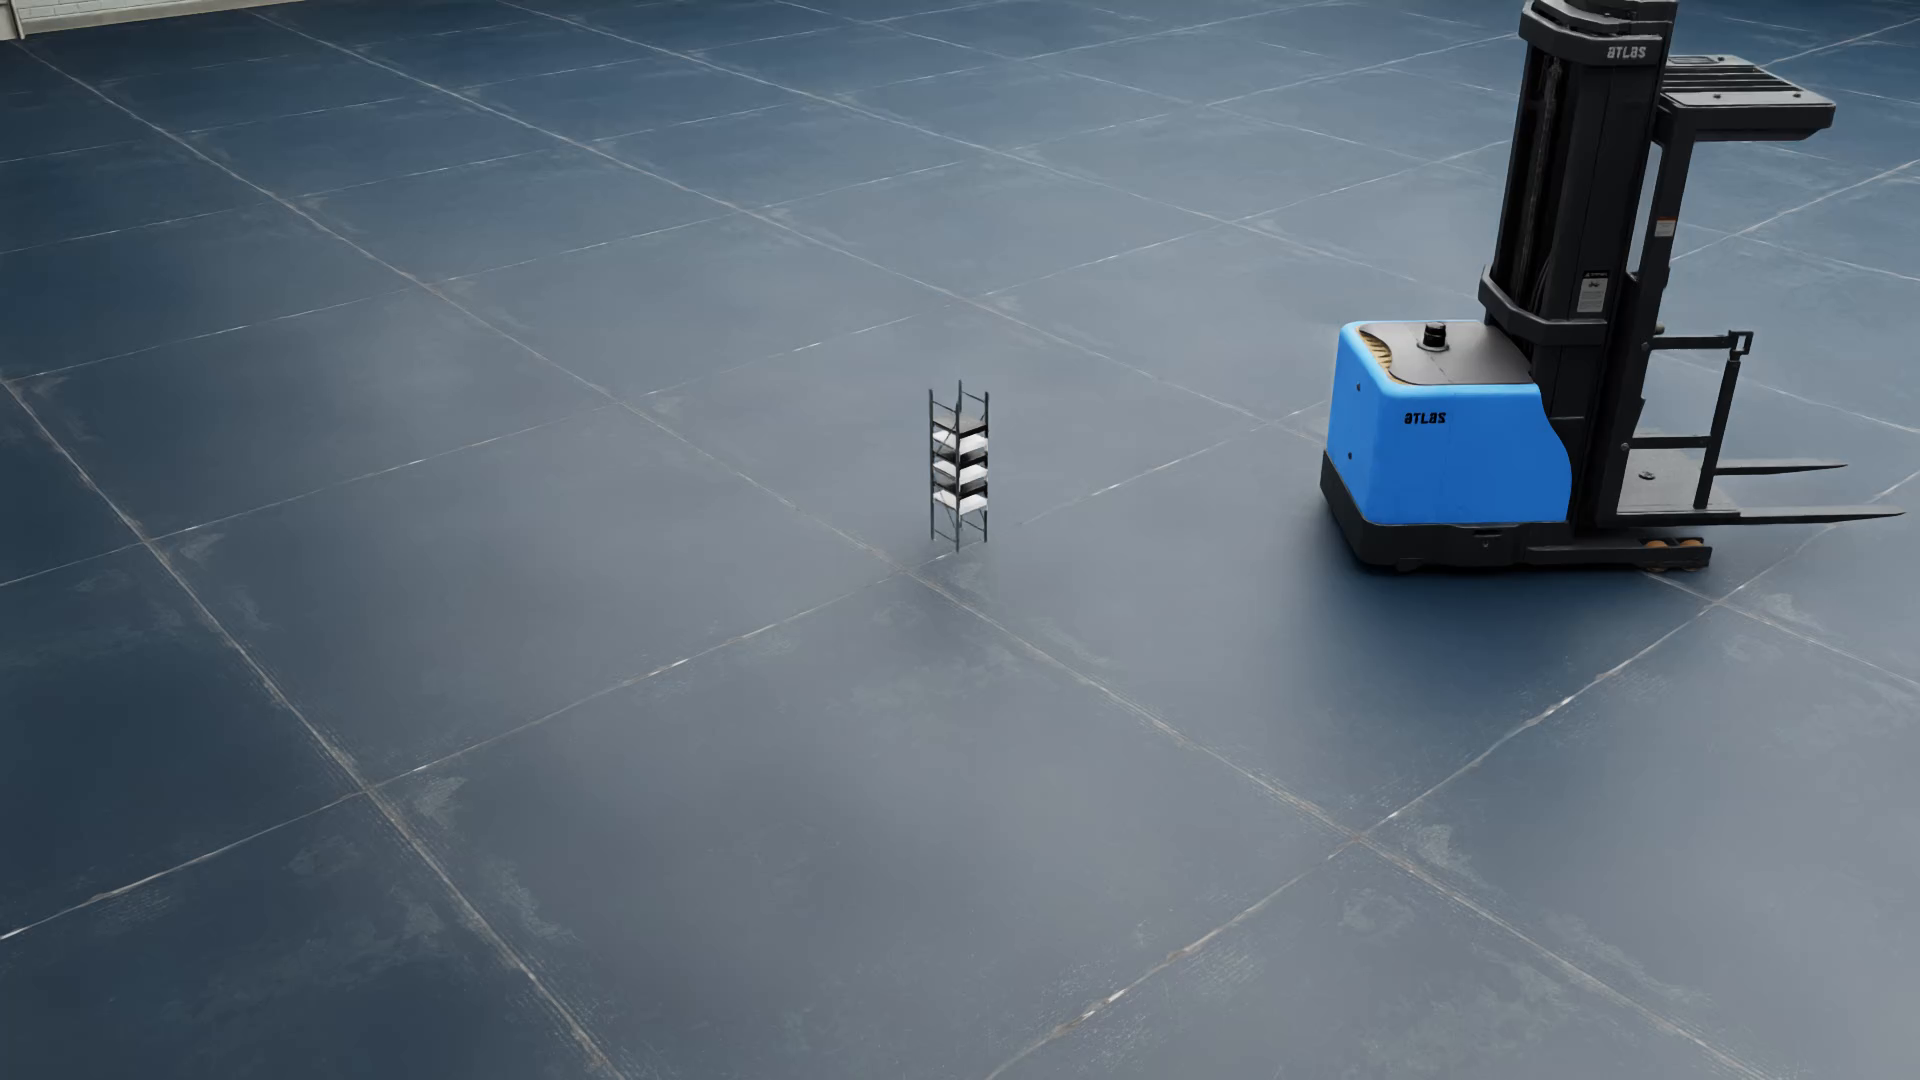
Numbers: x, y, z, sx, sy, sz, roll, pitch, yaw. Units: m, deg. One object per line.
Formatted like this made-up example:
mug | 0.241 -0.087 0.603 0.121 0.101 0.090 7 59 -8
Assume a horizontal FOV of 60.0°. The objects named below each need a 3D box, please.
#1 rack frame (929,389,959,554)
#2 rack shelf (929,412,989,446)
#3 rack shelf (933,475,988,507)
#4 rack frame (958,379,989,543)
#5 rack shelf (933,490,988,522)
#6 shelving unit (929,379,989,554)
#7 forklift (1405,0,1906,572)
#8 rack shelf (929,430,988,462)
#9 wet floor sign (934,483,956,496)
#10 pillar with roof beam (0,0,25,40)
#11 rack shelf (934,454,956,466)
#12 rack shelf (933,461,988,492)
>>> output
rack frame | -0.084 -0.363 8.975 0.006 0.900 0.240 -22 35 -35
rack shelf | -0.006 -0.603 8.922 0.200 0.077 0.258 -22 35 -35
rack shelf | -0.006 -0.286 9.091 0.200 0.077 0.258 -22 35 -35
rack frame | 0.071 -0.426 9.091 0.006 0.900 0.240 -22 35 -35
rack shelf | -0.006 -0.206 9.134 0.200 0.077 0.258 -22 35 -35
shelving unit | -0.006 -0.394 9.033 0.210 0.900 0.258 -22 35 -35
forklift | 3.674 -1.342 8.719 2.937 2.867 1.118 -1 28 -2
rack shelf | -0.006 -0.524 8.964 0.200 0.077 0.258 -22 35 -35
wet floor sign | -5.787 -1.460 11.297 9.326 0.644 8.976 -10 30 -18
pillar with roof beam | -9.389 -8.824 16.214 0.400 9.000 9.100 -22 35 -35
rack shelf | -0.006 -0.458 9.000 0.184 0.015 0.199 -22 35 -35
rack shelf | -0.006 -0.365 9.049 0.200 0.077 0.258 -22 35 -35
